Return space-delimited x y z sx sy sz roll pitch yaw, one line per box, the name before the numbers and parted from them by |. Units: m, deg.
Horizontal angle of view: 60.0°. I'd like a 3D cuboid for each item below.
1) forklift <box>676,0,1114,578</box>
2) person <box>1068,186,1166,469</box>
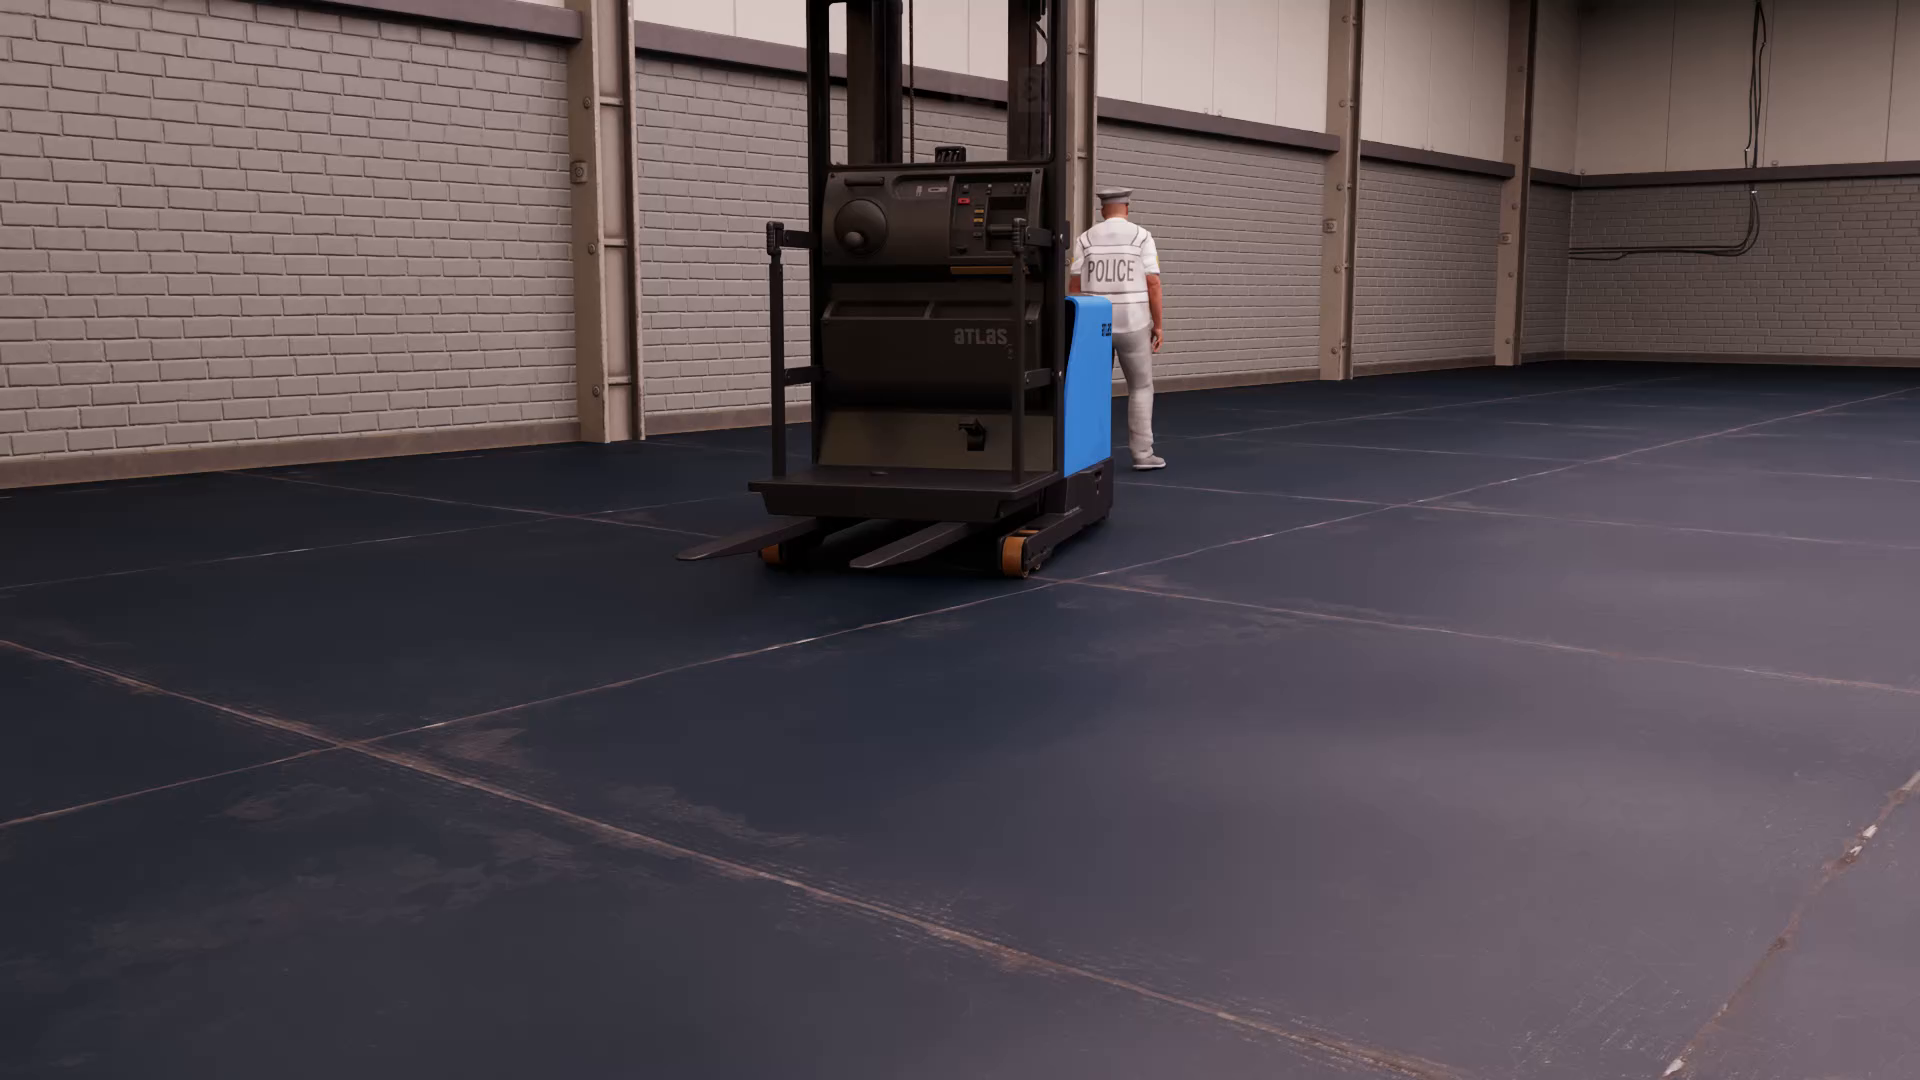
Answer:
forklift | -0.176 -1.366 6.616 1.130 2.935 3.031 3 9 17
person | 0.972 -1.314 10.344 0.606 1.747 0.442 2 9 15
